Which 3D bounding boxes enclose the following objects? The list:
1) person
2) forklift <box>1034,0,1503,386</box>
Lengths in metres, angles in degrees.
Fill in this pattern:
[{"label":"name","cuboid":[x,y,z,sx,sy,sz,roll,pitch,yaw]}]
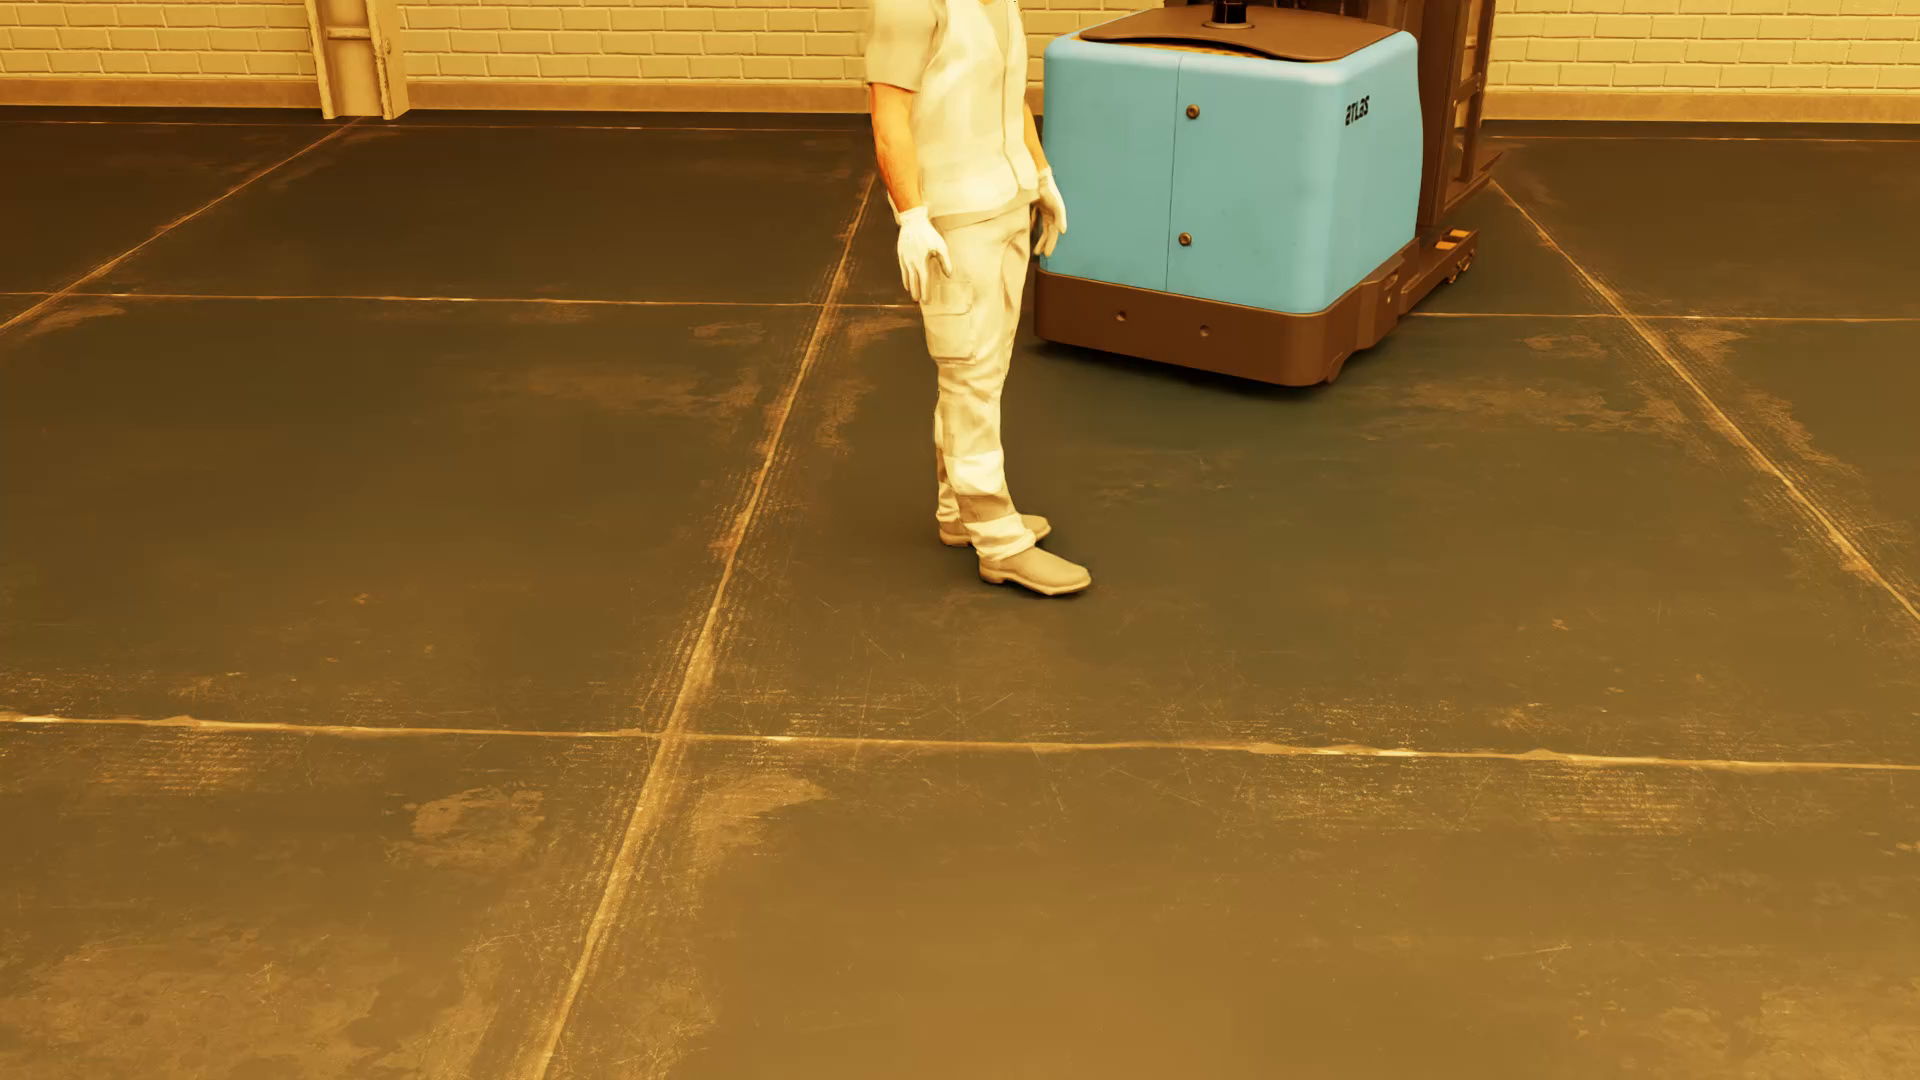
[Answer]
[{"label":"person","cuboid":[0.124,-0.775,4.068,0.610,1.792,0.662,14,29,26]},{"label":"forklift","cuboid":[1.443,-2.421,6.117,1.130,2.935,3.031,15,30,27]}]
